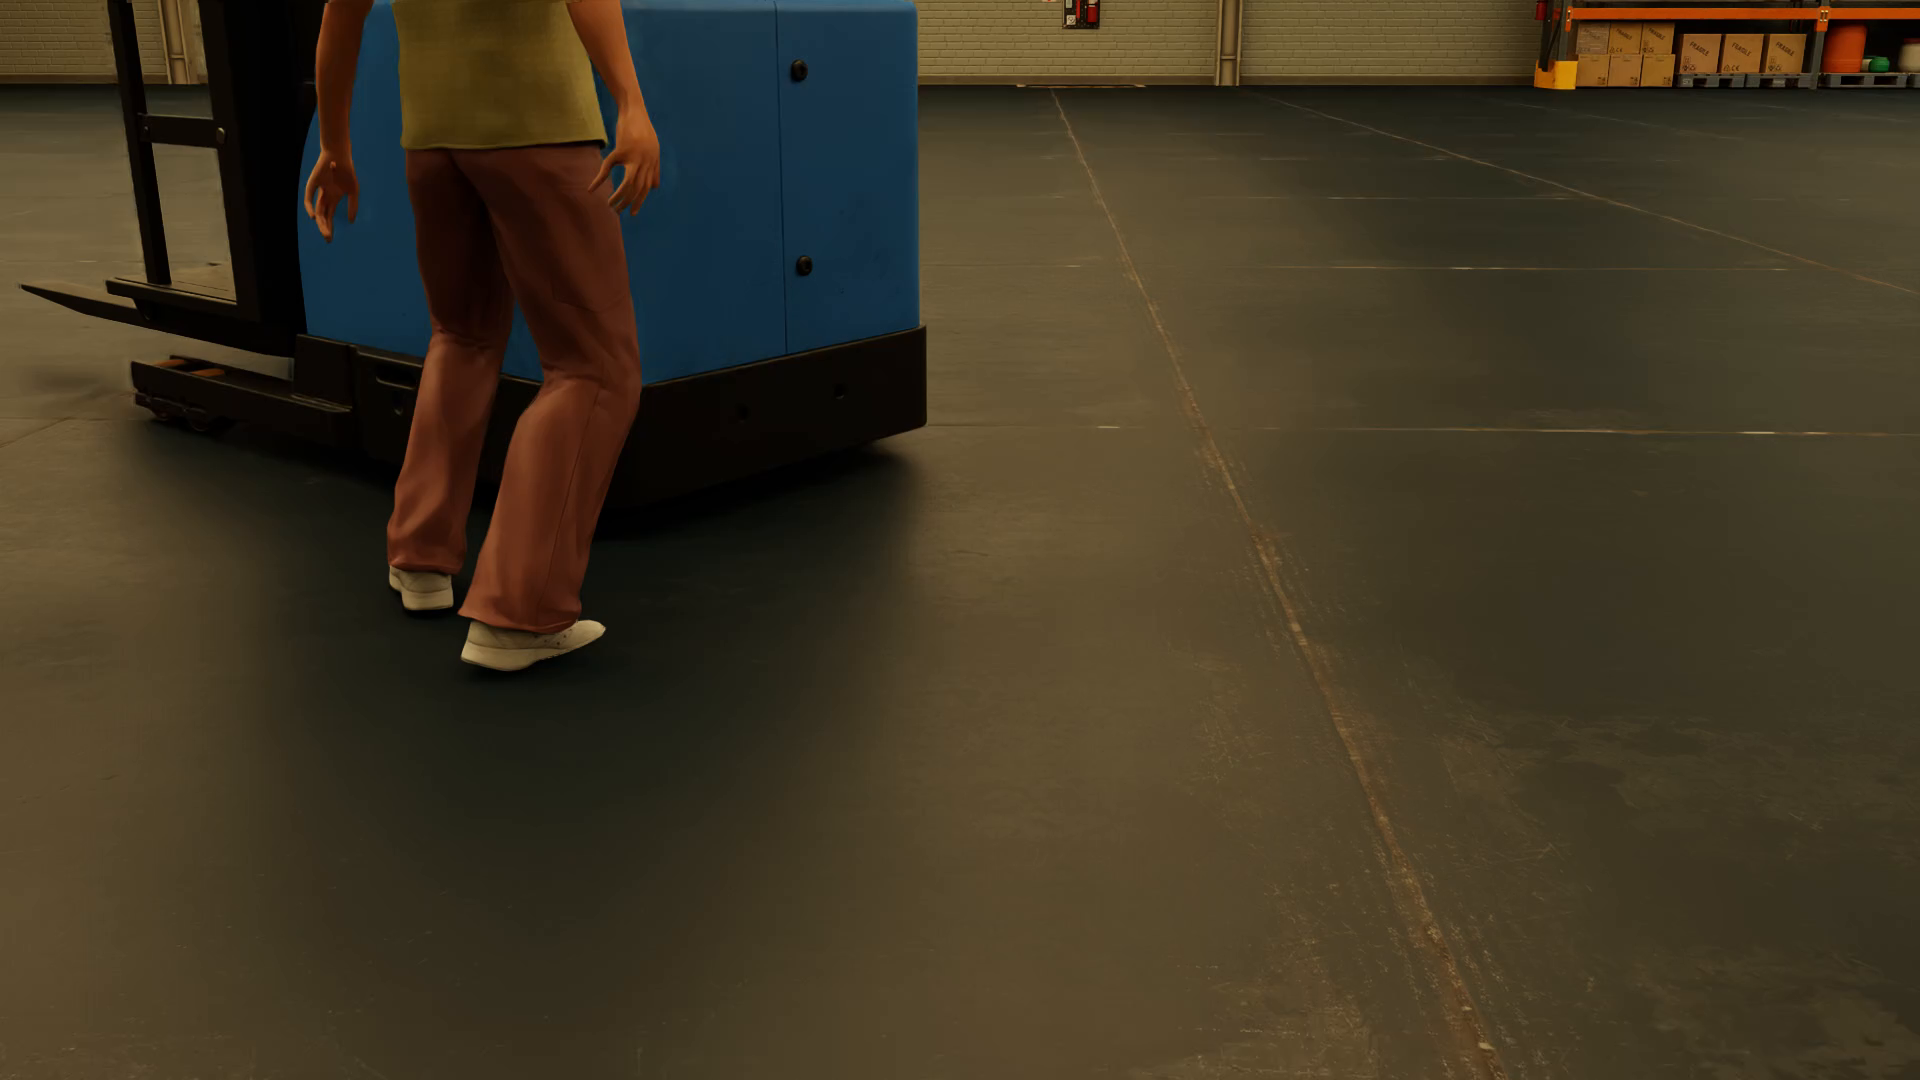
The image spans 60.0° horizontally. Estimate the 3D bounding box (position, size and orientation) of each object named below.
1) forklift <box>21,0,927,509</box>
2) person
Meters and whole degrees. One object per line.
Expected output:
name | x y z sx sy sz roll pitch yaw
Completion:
forklift | -1.546 -1.782 4.167 3.031 2.935 1.130 13 22 37
person | -0.774 -0.606 2.665 0.814 1.648 0.443 11 21 32
